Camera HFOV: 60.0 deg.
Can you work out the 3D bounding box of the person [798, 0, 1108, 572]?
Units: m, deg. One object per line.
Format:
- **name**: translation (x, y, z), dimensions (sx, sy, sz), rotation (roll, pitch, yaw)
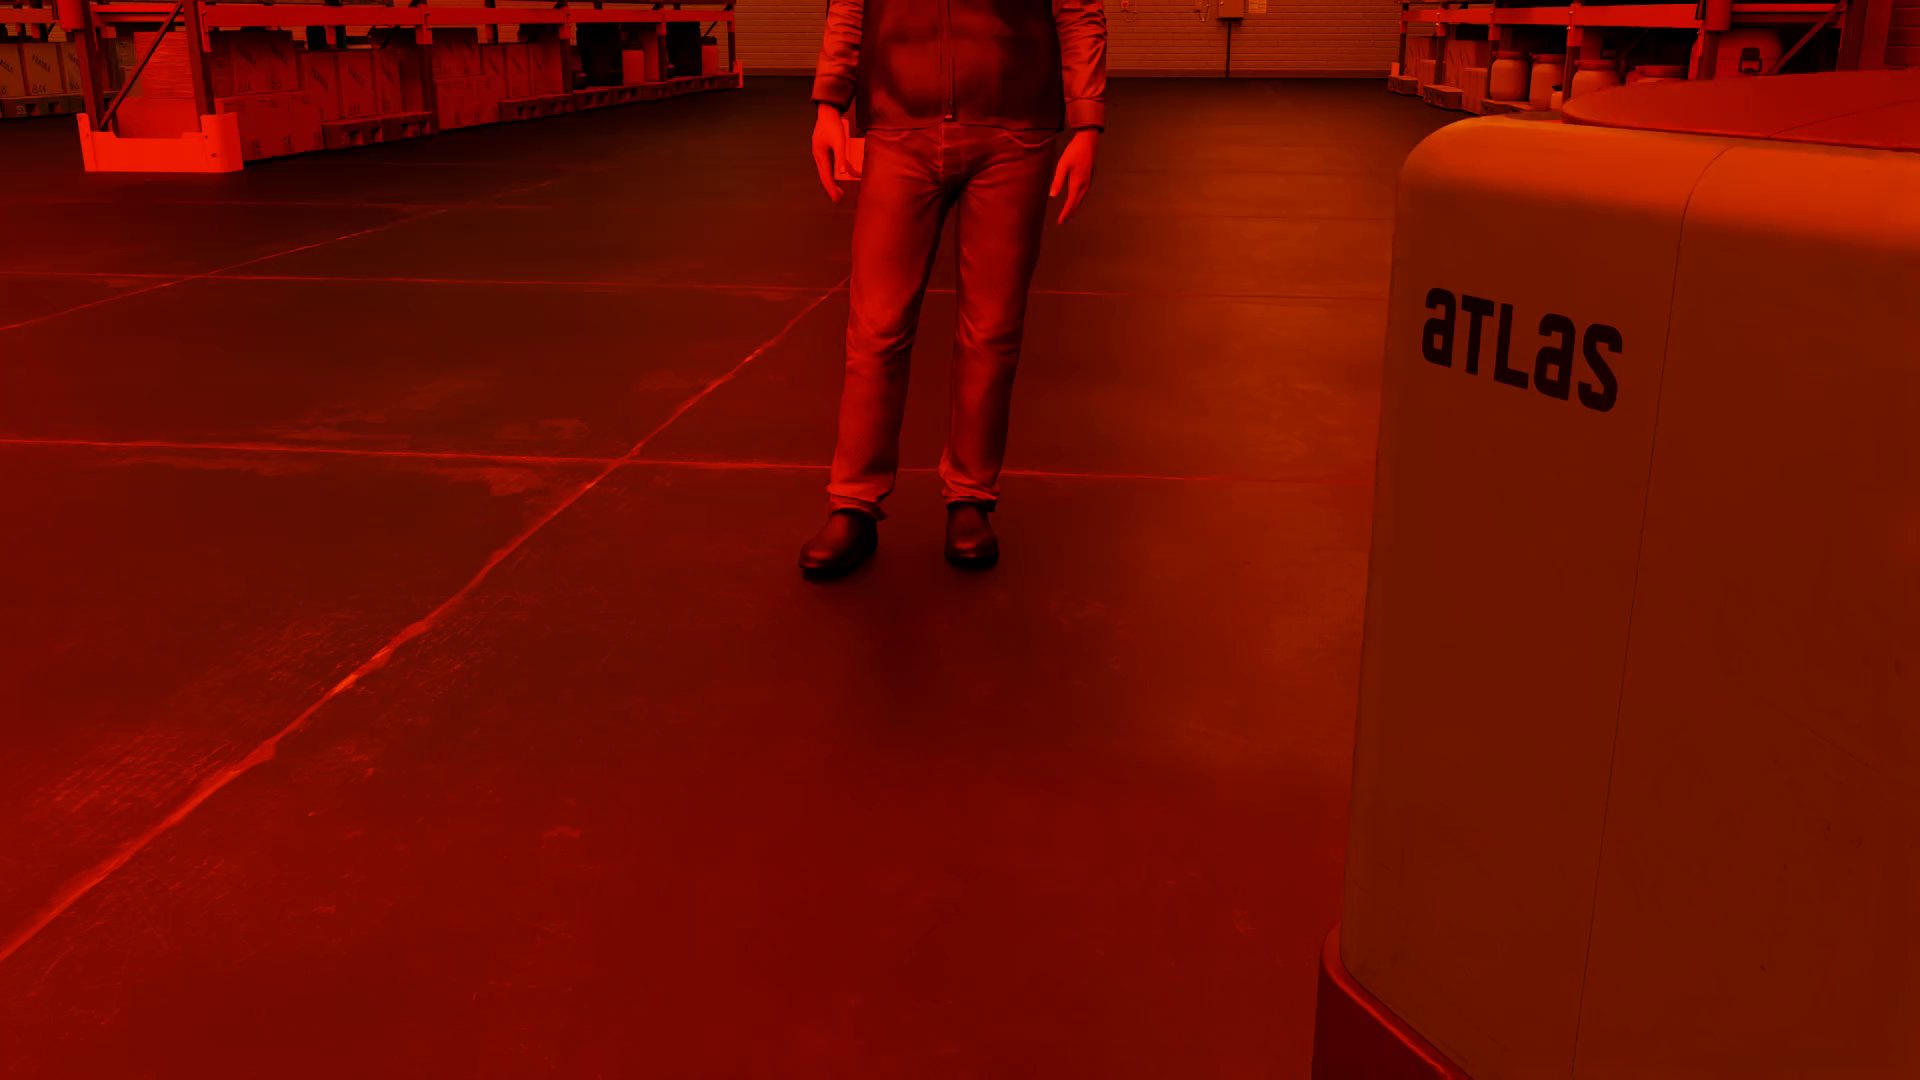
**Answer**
- **person**: translation (-0.015, -0.809, 3.506), dimensions (0.633, 1.722, 0.566), rotation (2, 18, 7)
